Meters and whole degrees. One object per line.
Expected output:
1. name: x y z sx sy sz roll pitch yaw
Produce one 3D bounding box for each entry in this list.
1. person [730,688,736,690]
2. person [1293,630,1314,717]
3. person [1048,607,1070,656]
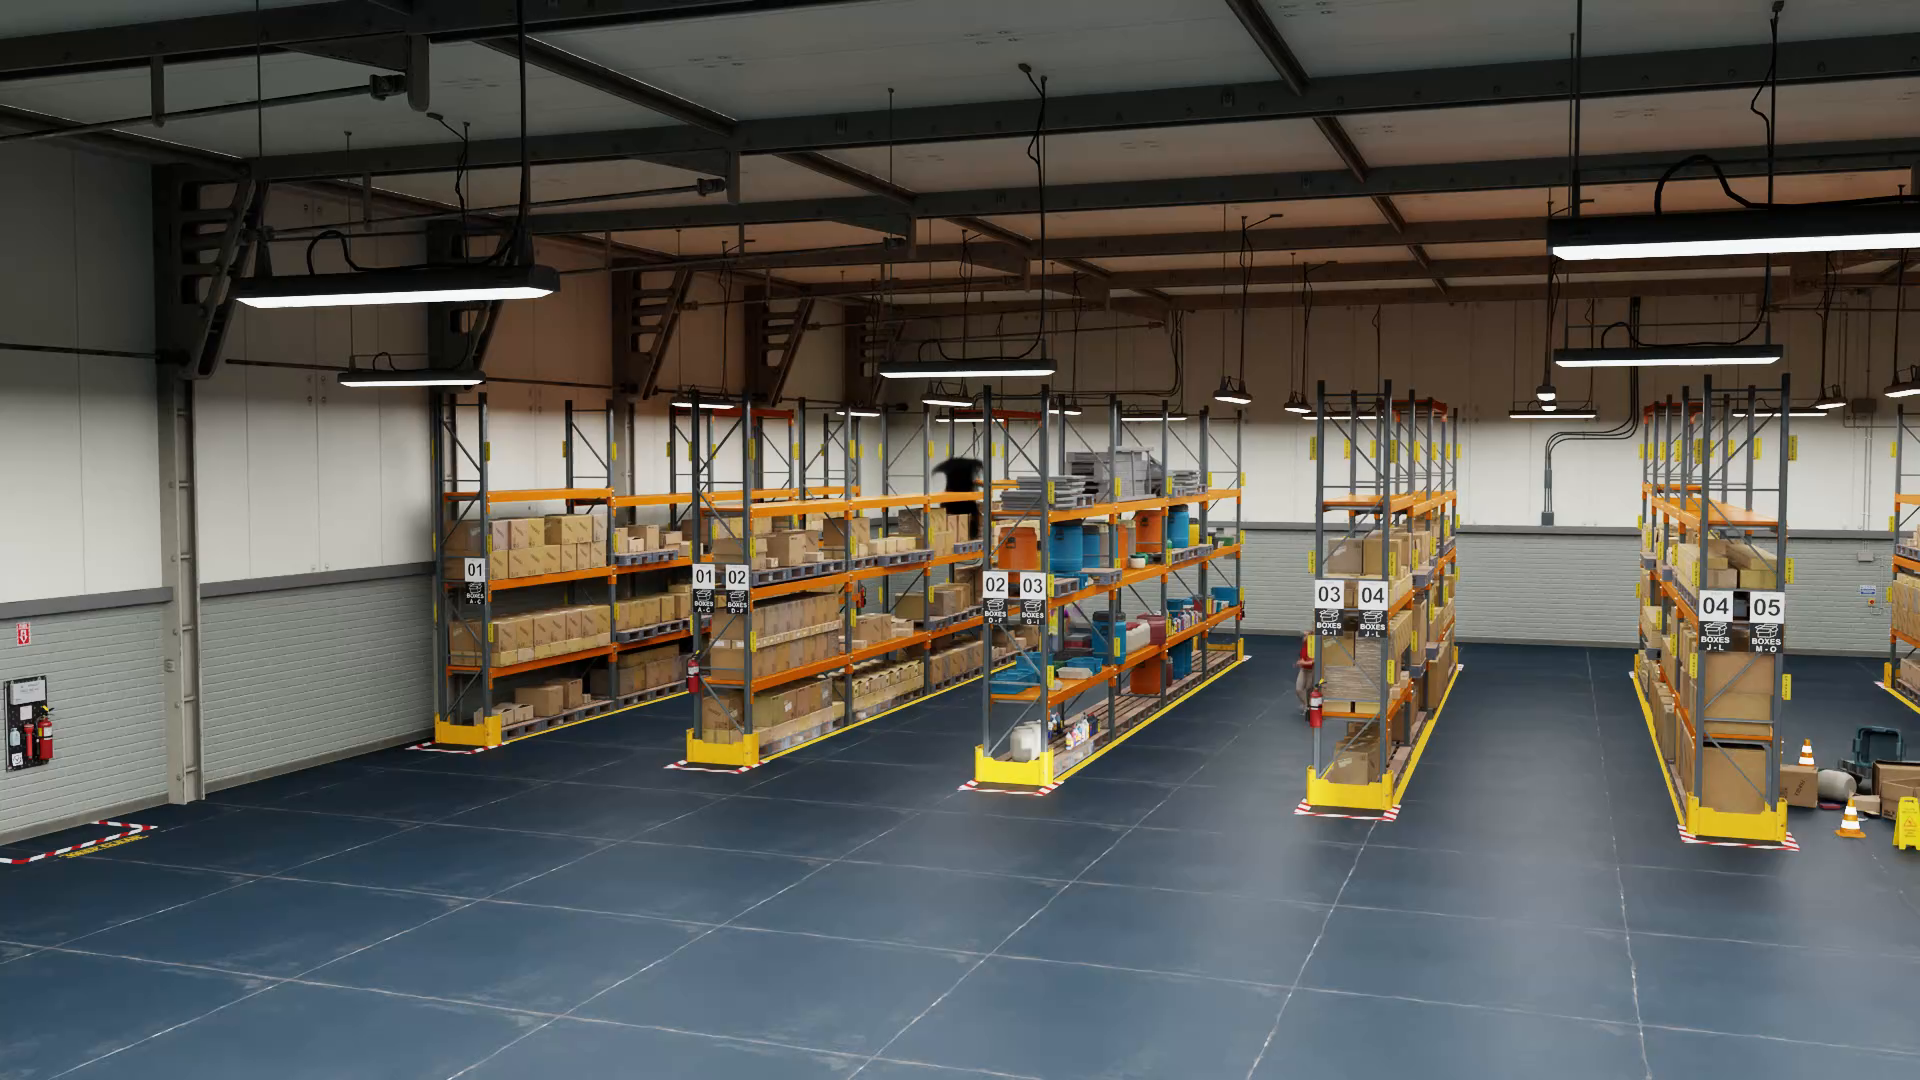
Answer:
1. person: -4.357 2.431 32.703 0.681 1.737 0.812 -2 3 -28
2. person: 6.635 2.521 31.582 0.672 1.671 0.782 -2 4 -39
3. person: 2.071 2.136 37.171 0.685 1.821 0.863 1 3 18
